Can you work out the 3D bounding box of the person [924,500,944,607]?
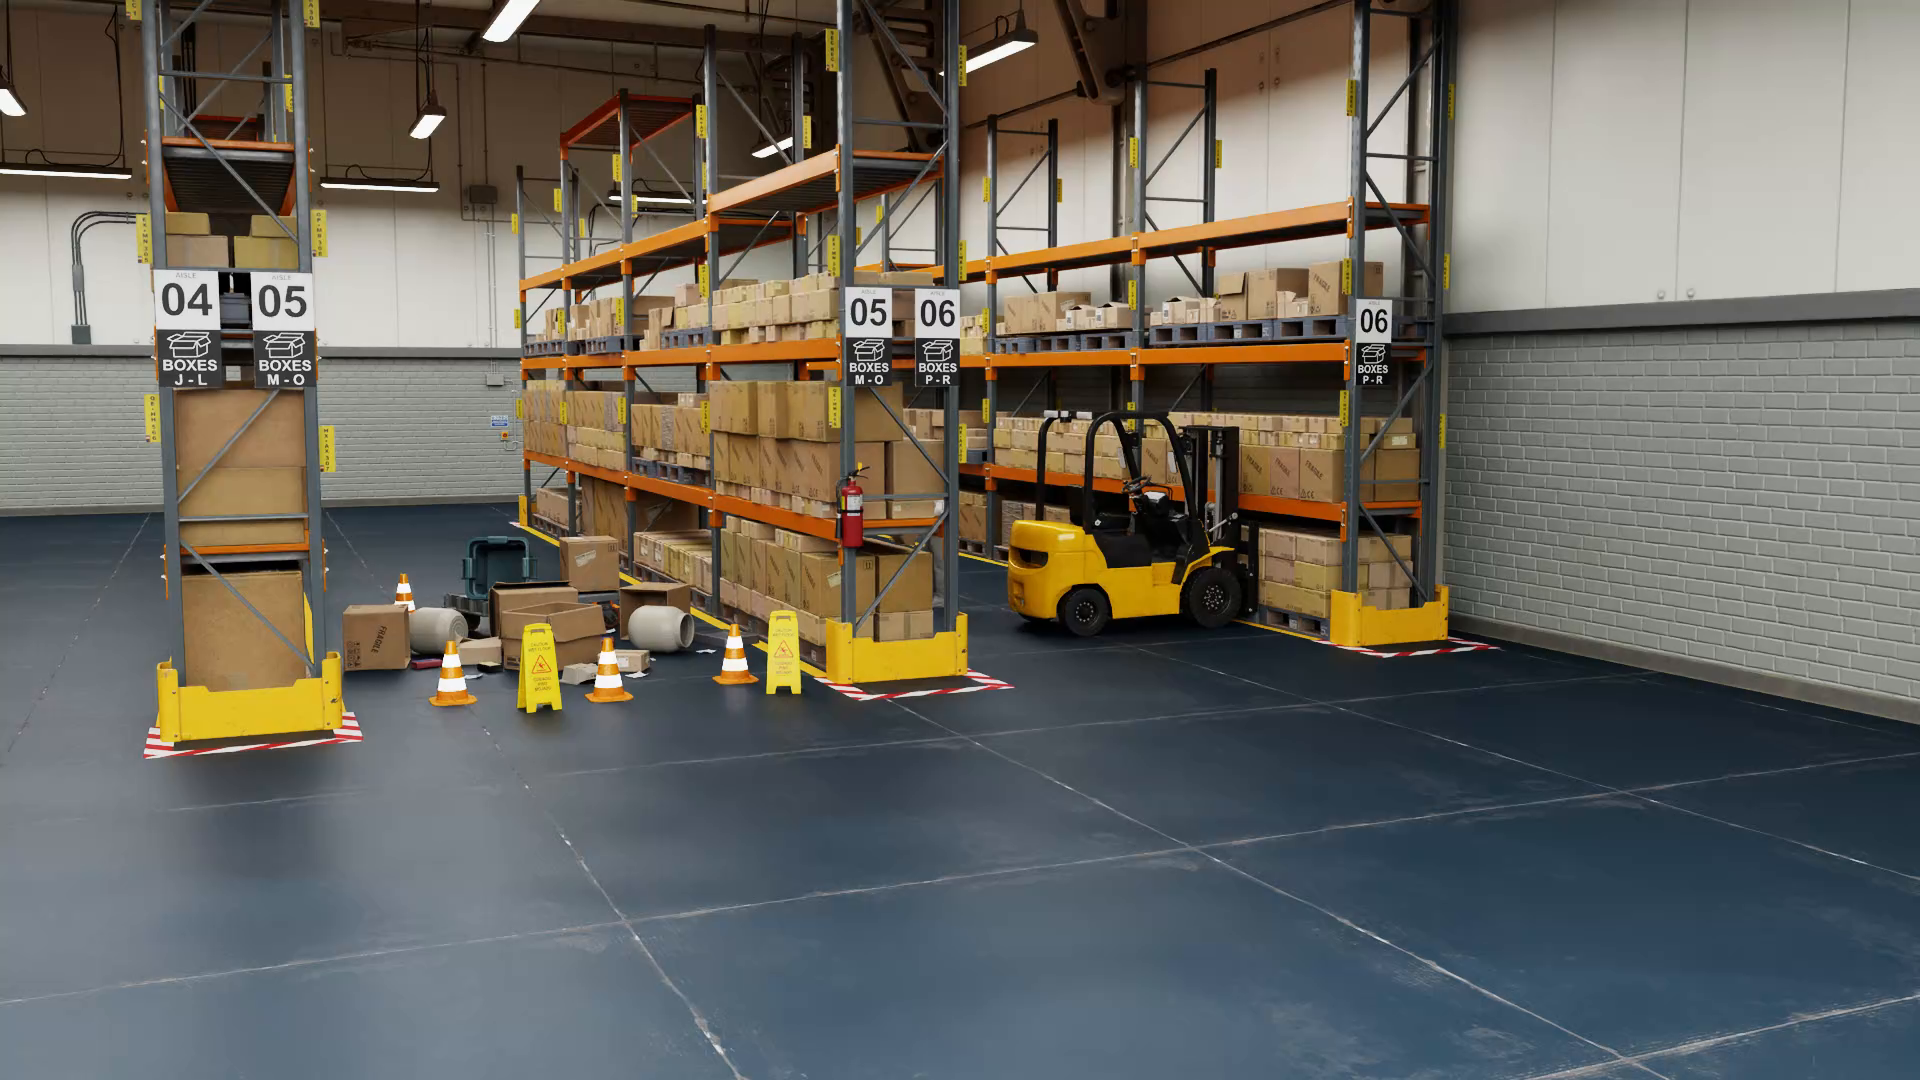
[{"bbox_3d":[-0.290,-0.127,18.092,0.521,1.698,0.495,-1,6,-8],"label":"person"}]
